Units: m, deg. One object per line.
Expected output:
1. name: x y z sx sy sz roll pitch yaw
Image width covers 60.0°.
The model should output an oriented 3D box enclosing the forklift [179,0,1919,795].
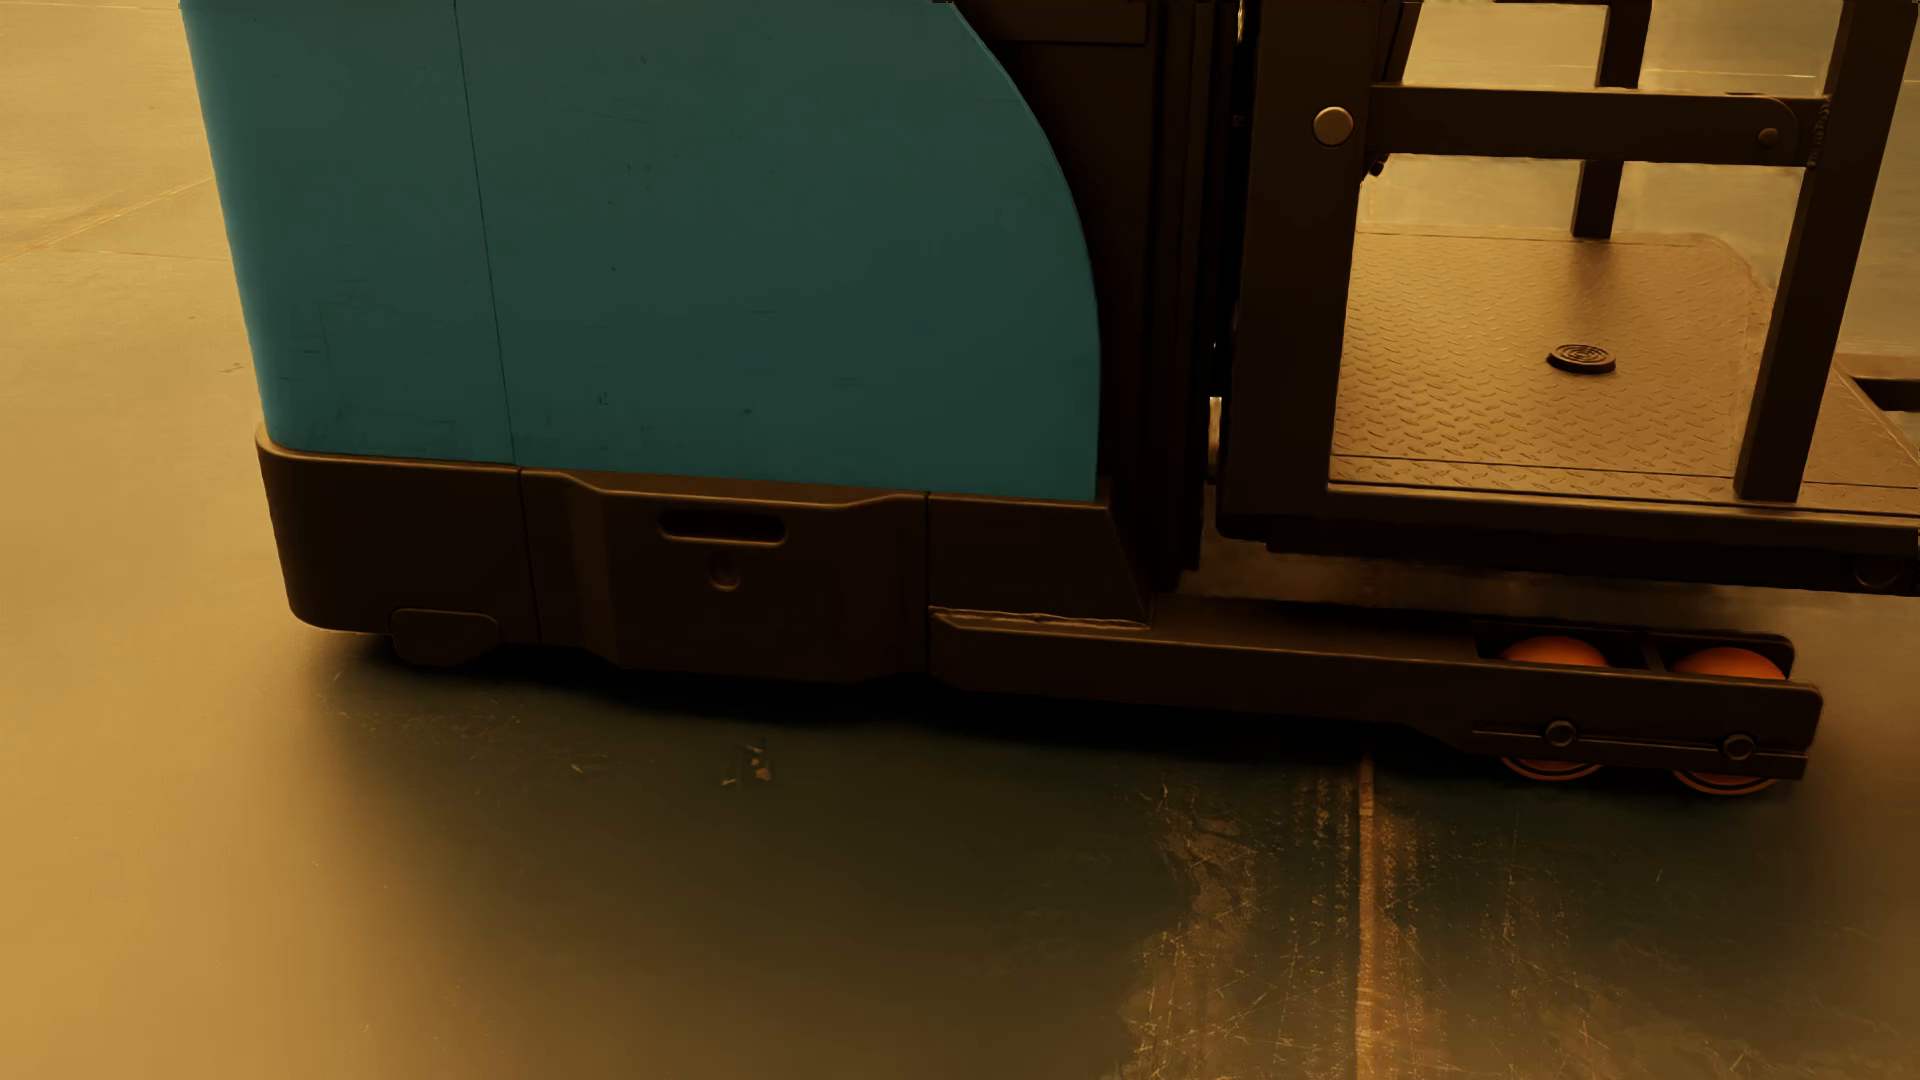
1. forklift: 0.676 -1.271 1.766 3.031 2.935 1.130 4 27 7
